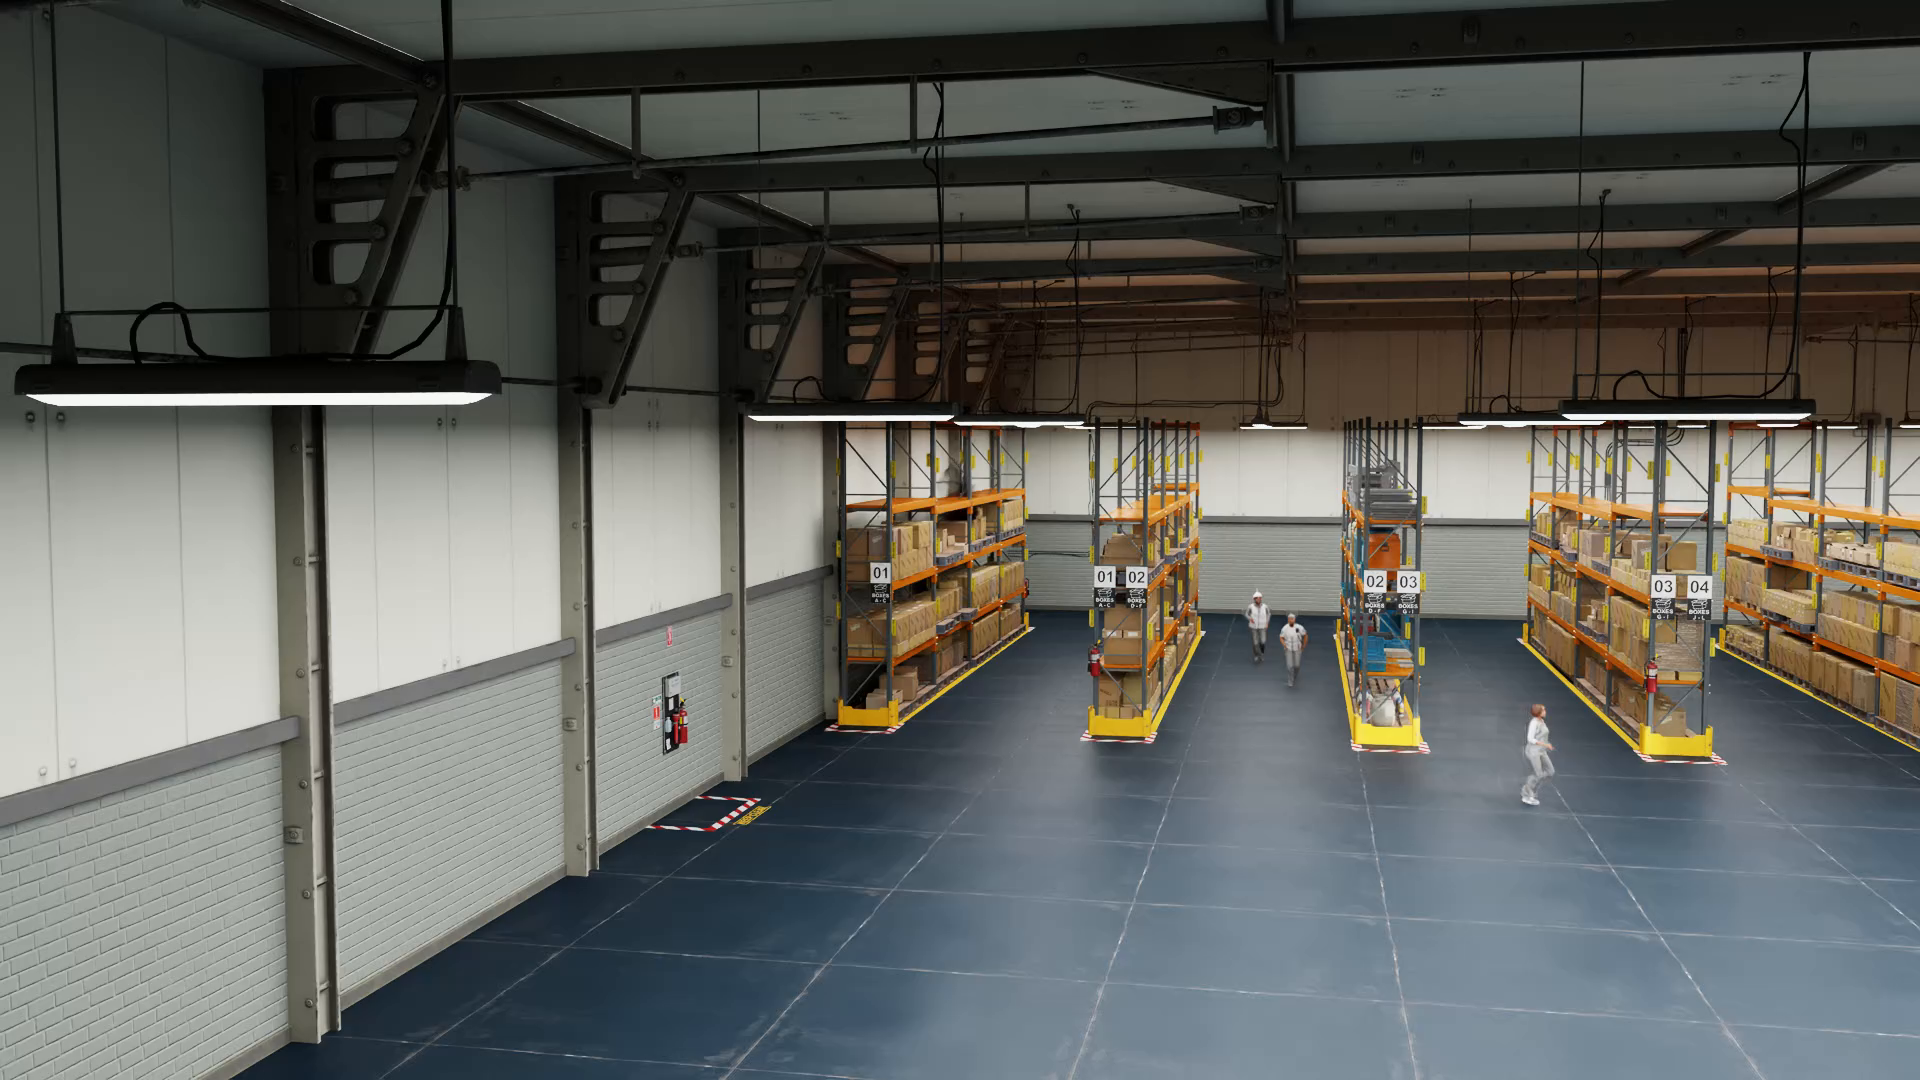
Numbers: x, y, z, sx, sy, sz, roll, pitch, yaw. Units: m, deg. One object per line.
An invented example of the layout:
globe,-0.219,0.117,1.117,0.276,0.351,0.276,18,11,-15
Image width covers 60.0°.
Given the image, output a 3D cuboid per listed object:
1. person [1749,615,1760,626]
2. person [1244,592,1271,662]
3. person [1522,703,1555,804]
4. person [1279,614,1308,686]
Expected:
person,21.599,1.955,44.942,0.698,1.708,0.572,-3,5,-42
person,7.393,2.173,41.262,0.658,1.753,0.637,0,4,5
person,8.876,3.283,25.485,0.536,1.564,0.538,3,5,40
person,7.531,2.488,37.601,0.620,1.617,0.620,1,4,15
